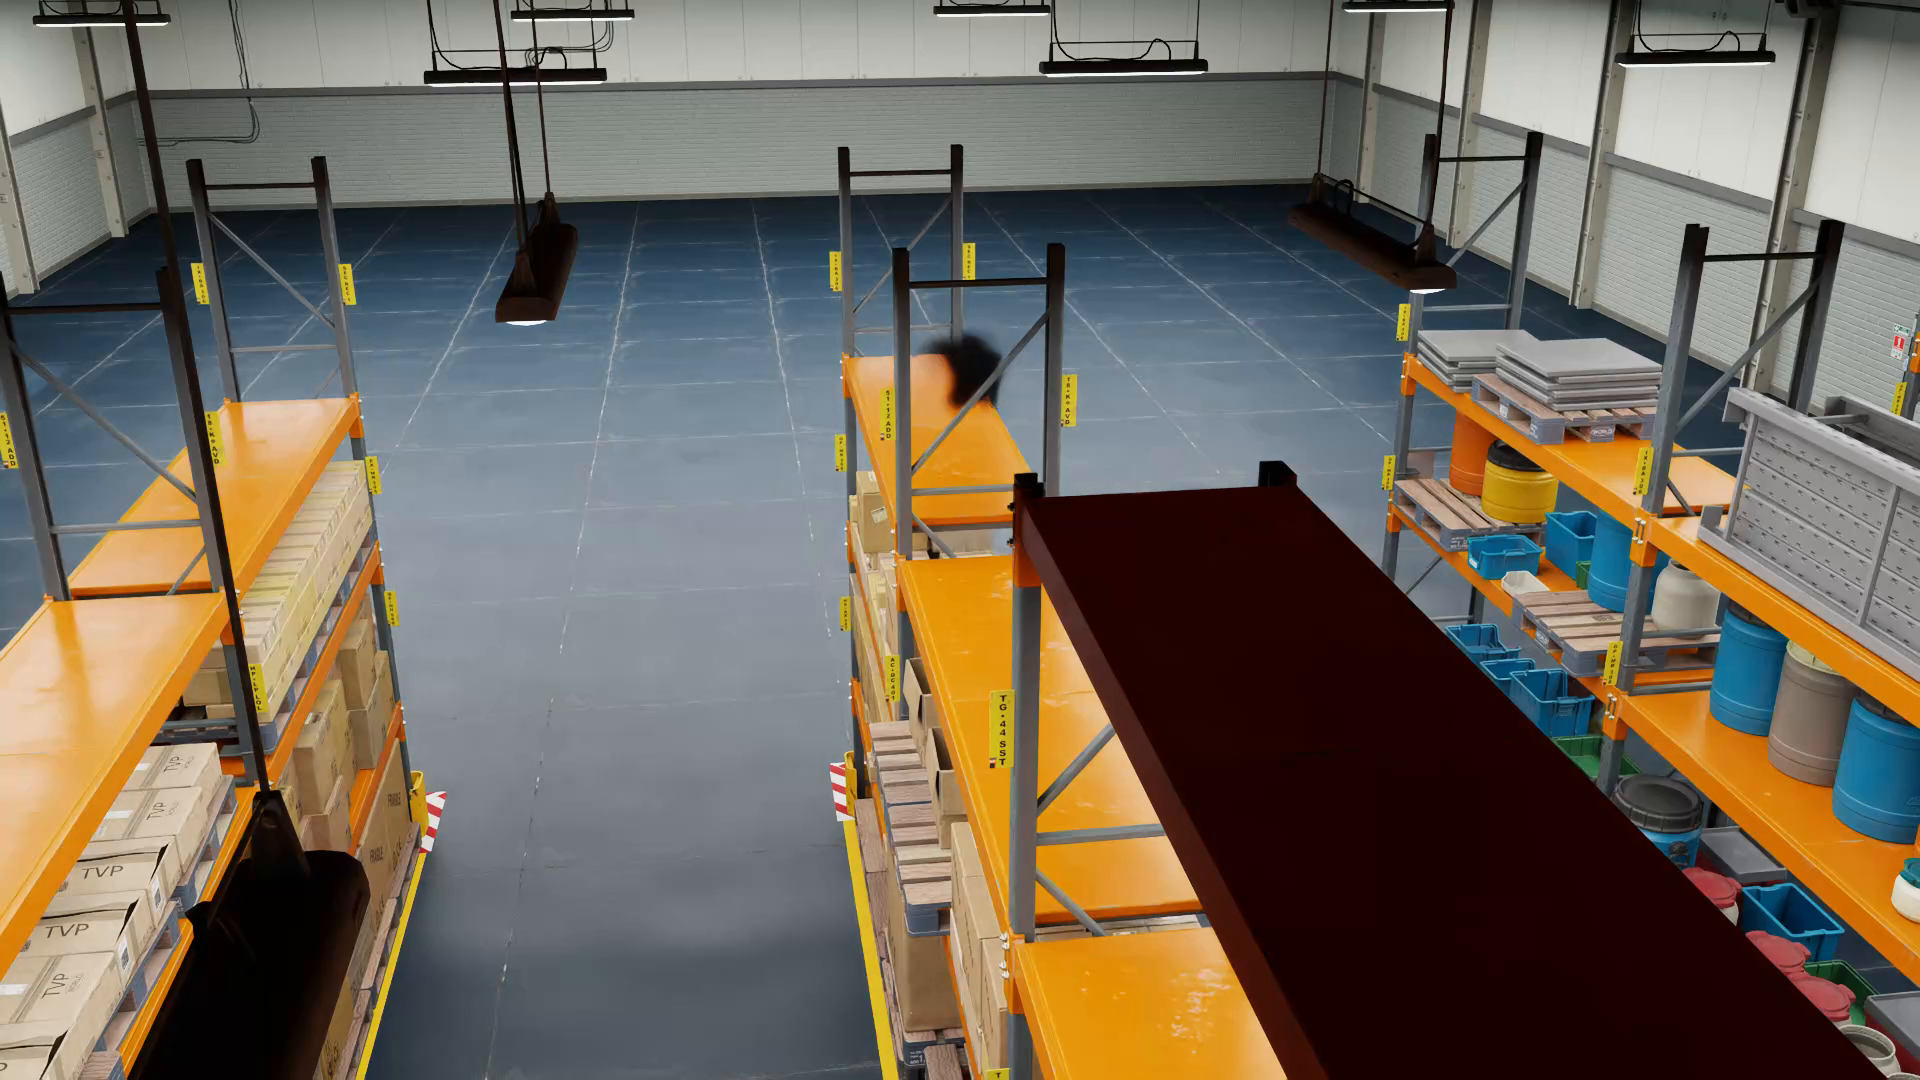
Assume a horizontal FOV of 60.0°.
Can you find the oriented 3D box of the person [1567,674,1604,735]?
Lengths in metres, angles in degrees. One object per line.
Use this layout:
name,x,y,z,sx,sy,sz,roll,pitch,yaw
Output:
person,5.959,1.396,15.746,0.729,1.749,0.934,-11,24,-26
